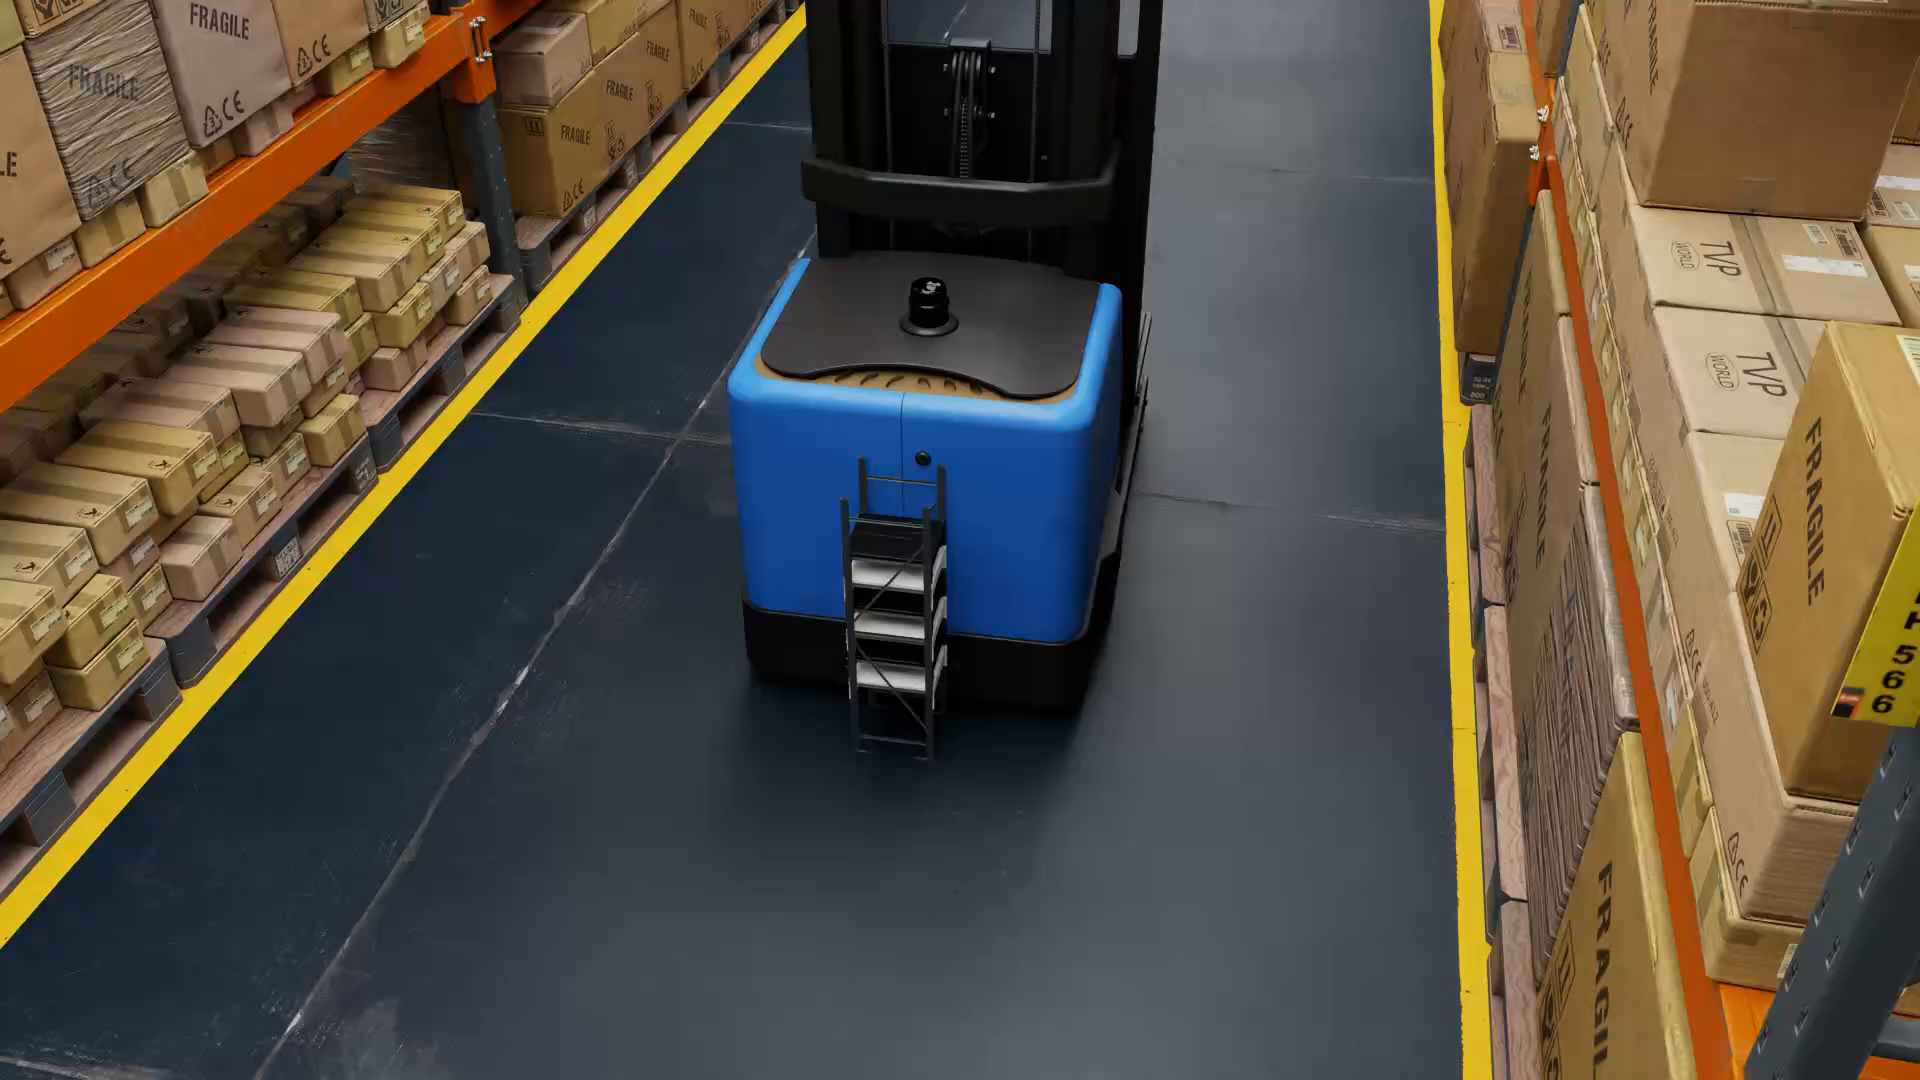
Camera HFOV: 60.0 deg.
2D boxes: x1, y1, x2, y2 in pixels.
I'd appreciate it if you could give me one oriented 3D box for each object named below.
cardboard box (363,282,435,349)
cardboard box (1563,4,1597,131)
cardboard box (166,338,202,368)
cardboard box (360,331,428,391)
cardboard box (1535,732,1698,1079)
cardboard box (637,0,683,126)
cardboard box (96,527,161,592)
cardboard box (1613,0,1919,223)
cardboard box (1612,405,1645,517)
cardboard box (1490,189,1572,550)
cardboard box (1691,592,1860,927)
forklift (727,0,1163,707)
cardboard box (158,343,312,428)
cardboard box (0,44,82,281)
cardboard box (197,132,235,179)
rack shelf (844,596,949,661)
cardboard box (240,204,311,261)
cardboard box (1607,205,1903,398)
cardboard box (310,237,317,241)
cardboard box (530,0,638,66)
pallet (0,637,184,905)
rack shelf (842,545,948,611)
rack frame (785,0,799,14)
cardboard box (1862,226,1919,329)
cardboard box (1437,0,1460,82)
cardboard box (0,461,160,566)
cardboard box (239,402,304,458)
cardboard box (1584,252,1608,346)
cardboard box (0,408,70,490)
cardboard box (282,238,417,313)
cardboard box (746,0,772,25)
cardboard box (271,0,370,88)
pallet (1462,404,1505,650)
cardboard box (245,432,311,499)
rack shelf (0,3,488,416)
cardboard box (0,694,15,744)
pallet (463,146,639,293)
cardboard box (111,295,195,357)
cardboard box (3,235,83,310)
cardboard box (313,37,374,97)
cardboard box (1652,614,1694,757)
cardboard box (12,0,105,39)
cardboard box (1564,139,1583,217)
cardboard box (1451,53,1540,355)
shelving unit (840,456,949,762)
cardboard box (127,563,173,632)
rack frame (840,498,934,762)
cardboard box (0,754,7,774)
[{"bbox_3d":[-2.193,-0.850,6.185,0.380,0.149,0.250,6,36,8],"label":"cardboard box"},{"bbox_3d":[2.117,-1.391,4.987,0.500,0.250,0.500,7,36,9],"label":"cardboard box"},{"bbox_3d":[-2.866,-0.606,5.848,0.380,0.149,0.250,9,37,12],"label":"cardboard box"},{"bbox_3d":[-2.232,-0.697,6.227,0.380,0.149,0.250,6,36,8],"label":"cardboard box"},{"bbox_3d":[1.677,1.039,3.213,0.875,0.875,0.875,7,37,10],"label":"cardboard box"},{"bbox_3d":[-1.724,-2.401,8.279,0.500,0.500,0.500,8,37,11],"label":"cardboard box"},{"bbox_3d":[-2.639,0.043,4.953,0.380,0.149,0.250,6,36,8],"label":"cardboard box"},{"bbox_3d":[1.902,-1.108,3.958,0.500,0.500,0.500,6,36,8],"label":"cardboard box"},{"bbox_3d":[1.644,-0.152,3.618,0.380,0.149,0.250,7,37,10],"label":"cardboard box"},{"bbox_3d":[2.254,-0.509,5.349,0.875,0.875,0.875,7,37,10],"label":"cardboard box"},{"bbox_3d":[1.463,0.355,2.579,0.500,0.250,0.500,7,36,9],"label":"cardboard box"},{"bbox_3d":[0.113,-1.550,5.391,1.130,2.935,3.031,6,36,8],"label":"forklift"},{"bbox_3d":[-2.380,-0.510,5.462,0.380,0.149,0.250,6,36,8],"label":"cardboard box"},{"bbox_3d":[-2.633,-0.927,4.134,0.500,0.500,0.500,8,37,11],"label":"cardboard box"},{"bbox_3d":[-2.462,-1.202,5.066,0.380,0.149,0.250,7,36,9],"label":"cardboard box"},{"bbox_3d":[-0.177,0.237,4.713,0.258,0.077,0.200,6,36,8],"label":"rack shelf"},{"bbox_3d":[-2.744,-1.182,6.389,0.380,0.149,0.250,9,37,12],"label":"cardboard box"},{"bbox_3d":[1.787,-0.527,3.795,0.500,0.250,0.500,7,37,10],"label":"cardboard box"},{"bbox_3d":[-2.741,-1.216,6.689,0.380,0.149,0.250,9,37,12],"label":"cardboard box"},{"bbox_3d":[-1.824,-2.405,7.645,0.500,0.250,0.500,8,37,11],"label":"cardboard box"},{"bbox_3d":[-2.981,0.670,4.645,1.003,0.211,1.213,7,37,10],"label":"pallet"},{"bbox_3d":[-0.177,0.091,4.608,0.258,0.077,0.200,6,36,8],"label":"rack shelf"},{"bbox_3d":[-1.497,-4.540,9.458,1.000,3.000,0.127,7,37,10],"label":"rack frame"},{"bbox_3d":[2.307,-0.462,3.705,0.500,0.250,0.500,7,36,9],"label":"cardboard box"},{"bbox_3d":[3.160,-2.777,8.479,1.225,0.875,0.875,6,36,8],"label":"cardboard box"},{"bbox_3d":[-2.601,-0.080,4.869,0.380,0.149,0.250,9,37,12],"label":"cardboard box"},{"bbox_3d":[-2.455,-0.419,5.590,0.380,0.149,0.250,6,36,8],"label":"cardboard box"},{"bbox_3d":[1.808,-0.595,4.229,0.380,0.149,0.250,8,37,11],"label":"cardboard box"},{"bbox_3d":[-3.014,-0.286,5.153,0.380,0.149,0.250,6,36,8],"label":"cardboard box"},{"bbox_3d":[-2.235,-0.972,6.100,0.380,0.149,0.250,7,37,10],"label":"cardboard box"},{"bbox_3d":[-1.382,-3.288,9.503,0.500,0.500,0.500,7,37,10],"label":"cardboard box"},{"bbox_3d":[-2.290,-1.798,5.336,0.500,0.500,0.500,6,36,9],"label":"cardboard box"},{"bbox_3d":[2.234,-0.012,5.587,1.003,0.211,1.213,7,37,10],"label":"pallet"},{"bbox_3d":[-2.444,-0.261,5.625,0.380,0.149,0.250,8,37,11],"label":"cardboard box"},{"bbox_3d":[-2.778,-0.809,4.924,1.077,0.370,4.000,7,37,10],"label":"rack shelf"},{"bbox_3d":[-2.729,0.492,4.333,0.380,0.149,0.250,7,37,10],"label":"cardboard box"},{"bbox_3d":[-2.186,-1.565,7.729,1.003,0.211,1.213,7,37,10],"label":"pallet"},{"bbox_3d":[-2.917,-0.742,5.783,0.380,0.149,0.250,8,37,11],"label":"cardboard box"},{"bbox_3d":[-2.609,-0.752,4.445,0.380,0.149,0.250,7,36,9],"label":"cardboard box"},{"bbox_3d":[-2.247,-1.645,5.678,0.380,0.149,0.250,9,37,12],"label":"cardboard box"},{"bbox_3d":[1.482,0.288,3.010,0.380,0.149,0.250,7,37,10],"label":"cardboard box"},{"bbox_3d":[-2.510,-1.622,4.241,0.500,0.500,0.500,6,36,8],"label":"cardboard box"},{"bbox_3d":[1.973,-1.036,4.838,0.380,0.149,0.250,8,37,11],"label":"cardboard box"},{"bbox_3d":[2.590,-1.247,6.367,1.225,0.875,0.875,7,37,10],"label":"cardboard box"},{"bbox_3d":[-0.177,0.210,4.694,0.258,0.900,0.210,6,36,8],"label":"shelving unit"},{"bbox_3d":[-2.635,0.176,5.023,0.380,0.149,0.250,7,37,10],"label":"cardboard box"},{"bbox_3d":[-0.196,0.268,4.613,0.240,0.900,0.006,6,36,8],"label":"rack frame"},{"bbox_3d":[-2.805,0.610,4.424,0.380,0.149,0.250,7,37,10],"label":"cardboard box"}]
